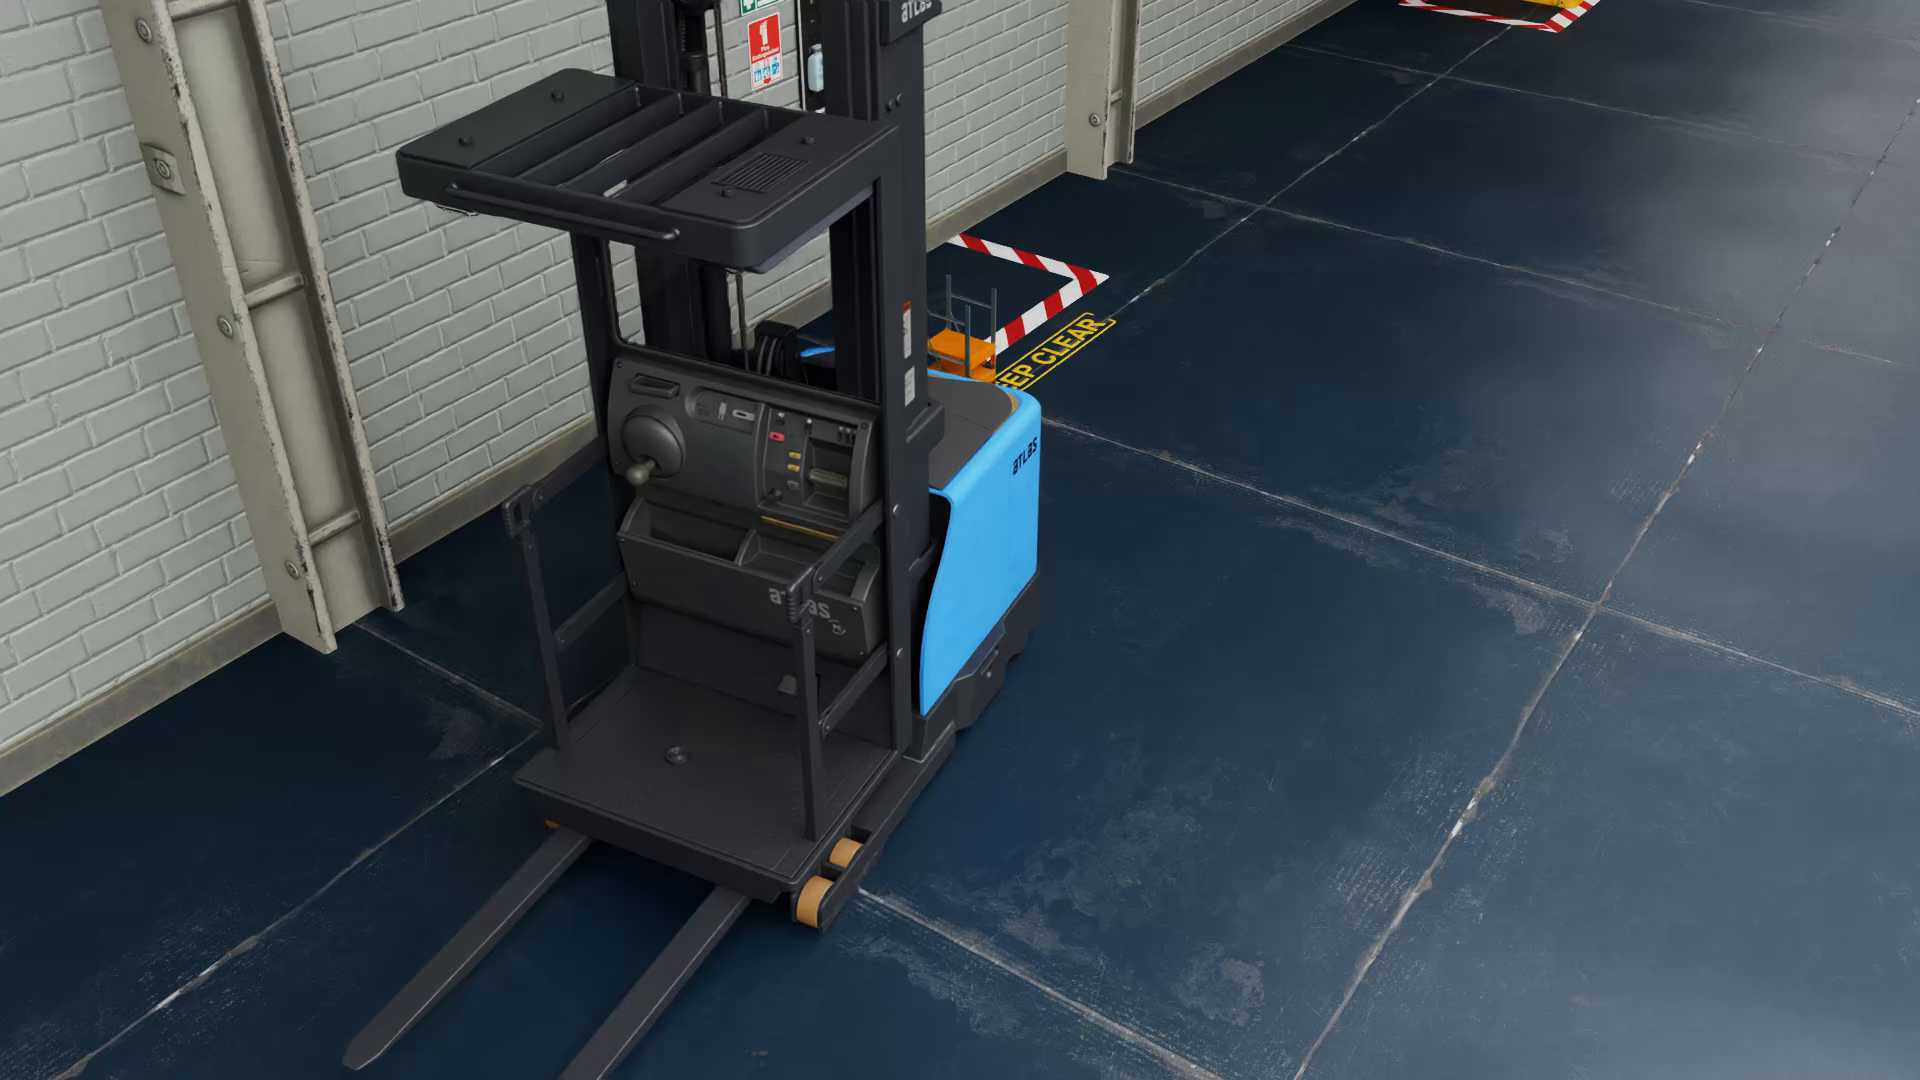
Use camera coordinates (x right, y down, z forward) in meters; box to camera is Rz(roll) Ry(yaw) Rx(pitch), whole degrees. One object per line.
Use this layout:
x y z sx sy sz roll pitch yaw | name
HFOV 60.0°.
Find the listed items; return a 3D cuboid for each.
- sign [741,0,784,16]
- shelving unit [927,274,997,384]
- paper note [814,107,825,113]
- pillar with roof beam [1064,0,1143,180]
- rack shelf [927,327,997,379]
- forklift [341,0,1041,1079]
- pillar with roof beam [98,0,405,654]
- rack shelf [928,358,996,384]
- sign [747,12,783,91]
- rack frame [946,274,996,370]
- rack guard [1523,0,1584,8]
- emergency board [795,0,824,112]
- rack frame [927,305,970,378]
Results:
-0.929 -2.577 7.879 0.001 0.109 0.331 21 39 28 | sign
-0.008 -0.490 6.904 0.258 1.200 0.189 21 39 28 | shelving unit
-0.697 -2.141 8.525 0.016 0.148 0.142 21 39 28 | paper note
4.438 -4.801 6.316 9.100 9.000 0.400 21 39 28 | pillar with roof beam
-0.008 -0.752 6.727 0.258 0.103 0.180 21 39 28 | rack shelf
-0.782 -0.240 4.988 1.130 2.935 3.031 15 37 21 | forklift
1.017 -2.039 2.233 9.100 9.000 0.400 21 39 28 | pillar with roof beam
-0.008 -0.652 6.794 0.258 0.103 0.180 21 39 28 | rack shelf
-0.939 -2.359 8.028 0.001 0.329 0.234 21 39 28 | sign
0.044 -0.532 6.966 0.240 1.200 0.006 21 39 28 | rack frame
4.677 -4.853 13.980 1.175 0.500 0.348 21 39 28 | rack guard
-0.539 -2.565 8.366 0.194 1.169 0.643 21 39 28 | emergency board
-0.060 -0.448 6.842 0.240 1.200 0.006 21 39 28 | rack frame
